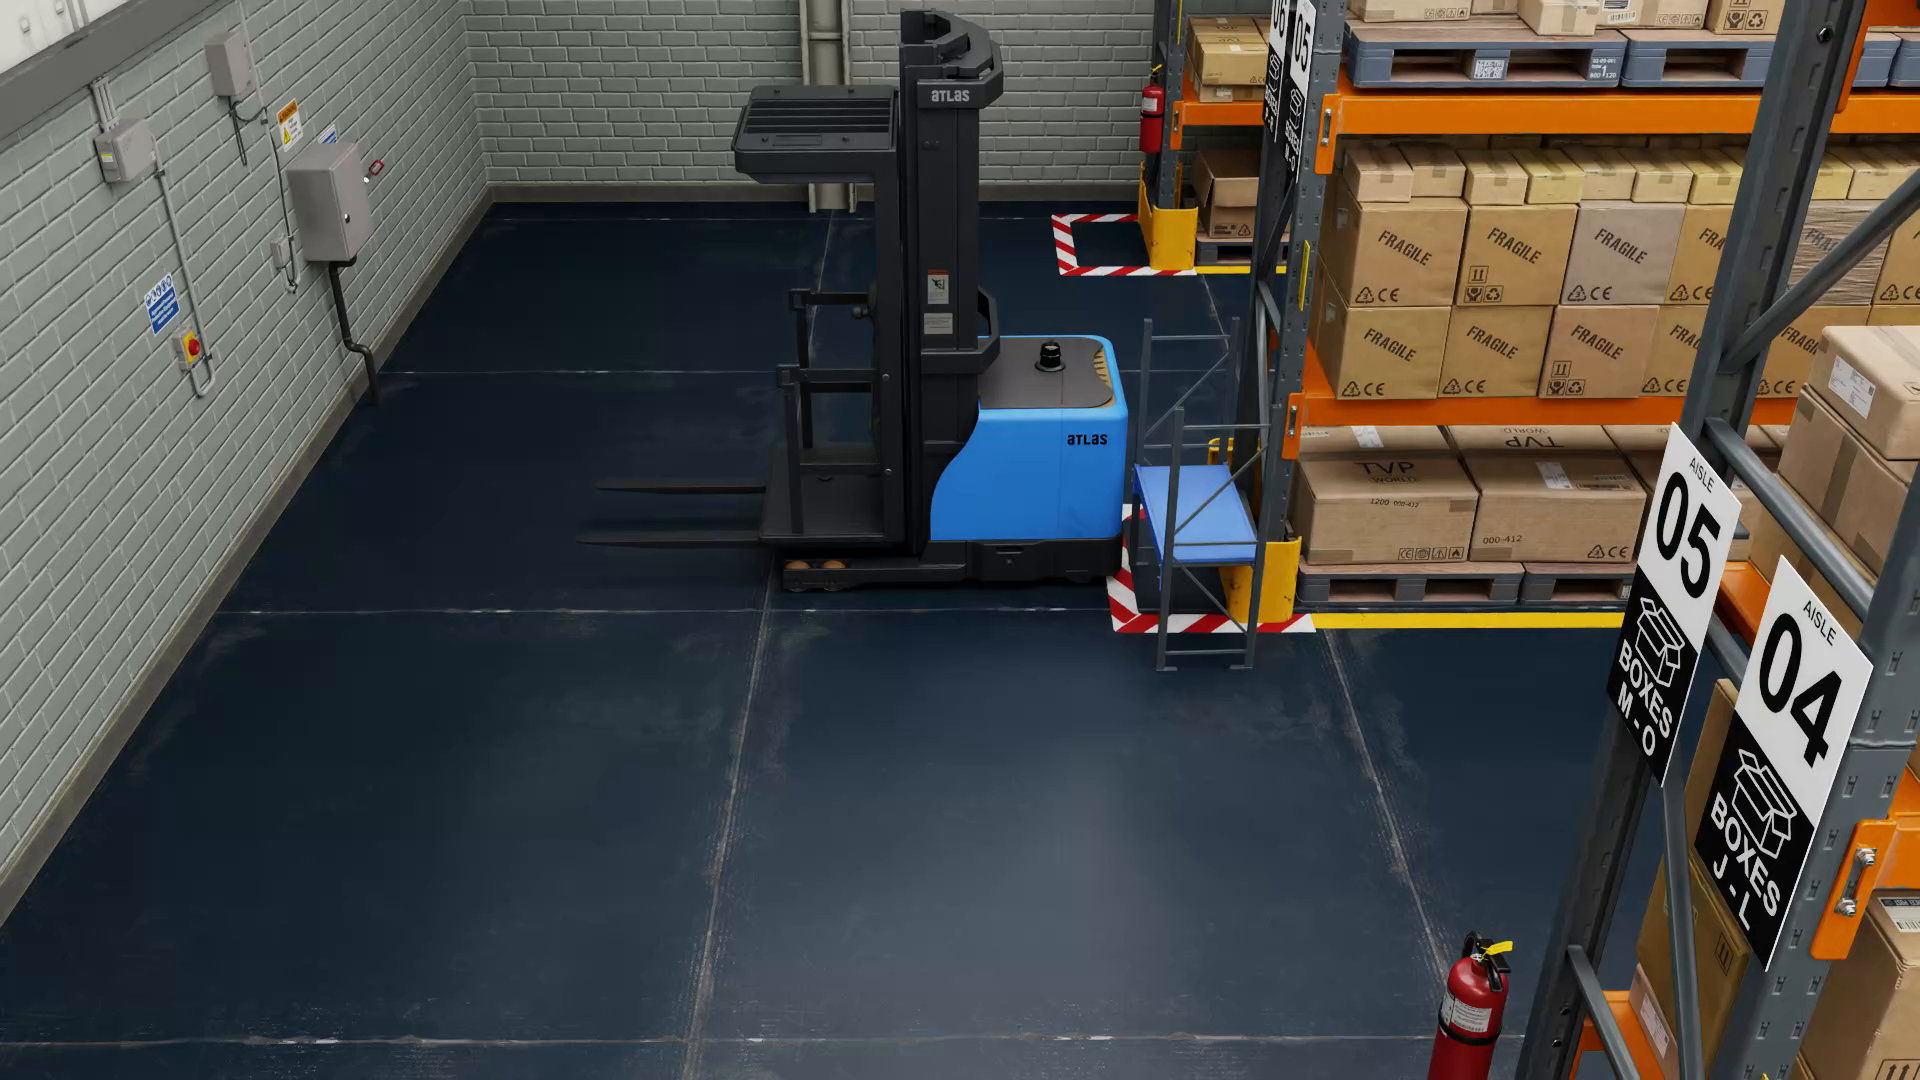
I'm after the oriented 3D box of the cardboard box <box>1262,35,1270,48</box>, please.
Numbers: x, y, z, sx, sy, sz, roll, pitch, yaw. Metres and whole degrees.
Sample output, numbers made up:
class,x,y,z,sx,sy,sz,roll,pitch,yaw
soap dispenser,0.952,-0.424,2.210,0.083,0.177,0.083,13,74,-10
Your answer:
class,x,y,z,sx,sy,sz,roll,pitch,yaw
cardboard box,2.563,-3.643,12.609,0.500,0.250,0.500,0,31,0

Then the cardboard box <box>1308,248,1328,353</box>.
class,x,y,z,sx,sy,sz,roll,pitch,yaw
cardboard box,2.118,-1.323,8.832,0.500,0.500,0.500,0,31,0

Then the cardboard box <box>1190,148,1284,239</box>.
class,x,y,z,sx,sy,sz,roll,pitch,yaw
cardboard box,2.216,-2.781,13.334,0.637,0.503,0.797,-1,31,-2

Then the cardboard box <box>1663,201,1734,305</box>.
class,x,y,z,sx,sy,sz,roll,pitch,yaw
cardboard box,3.649,-1.479,8.124,0.500,0.500,0.500,0,31,0

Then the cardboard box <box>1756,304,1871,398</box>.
class,x,y,z,sx,sy,sz,roll,pitch,yaw
cardboard box,4.158,-1.049,8.380,0.500,0.500,0.500,-1,31,-1

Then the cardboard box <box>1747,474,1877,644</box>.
class,x,y,z,sx,sy,sz,roll,pitch,yaw
cardboard box,2.221,0.069,3.887,0.500,0.250,0.500,-1,31,-1

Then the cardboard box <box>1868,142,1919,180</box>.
class,x,y,z,sx,sy,sz,roll,pitch,yaw
cardboard box,4.564,-1.785,8.004,0.250,0.149,0.380,0,31,-1

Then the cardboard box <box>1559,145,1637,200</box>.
class,x,y,z,sx,sy,sz,roll,pitch,yaw
cardboard box,3.041,-1.764,7.970,0.250,0.149,0.380,0,31,0

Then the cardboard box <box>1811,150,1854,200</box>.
class,x,y,z,sx,sy,sz,roll,pitch,yaw
cardboard box,4.052,-1.765,7.970,0.250,0.149,0.380,-1,31,-1

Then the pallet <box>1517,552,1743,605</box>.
class,x,y,z,sx,sy,sz,roll,pitch,yaw
pallet,3.653,0.005,9.427,1.213,0.211,1.003,0,31,0

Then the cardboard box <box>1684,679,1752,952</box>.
class,x,y,z,sx,sy,sz,roll,pitch,yaw
cardboard box,2.224,0.698,4.250,0.500,0.500,0.500,-1,31,-1

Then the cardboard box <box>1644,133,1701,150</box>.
class,x,y,z,sx,sy,sz,roll,pitch,yaw
cardboard box,3.533,-2.018,8.387,0.250,0.149,0.380,1,31,1

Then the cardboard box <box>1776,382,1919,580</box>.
class,x,y,z,sx,sy,sz,roll,pitch,yaw
cardboard box,2.227,-0.140,3.749,0.500,0.250,0.500,-1,31,-2

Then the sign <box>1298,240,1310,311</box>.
class,x,y,z,sx,sy,sz,roll,pitch,yaw
sign,1.634,-1.258,7.910,0.005,0.325,0.100,0,31,0

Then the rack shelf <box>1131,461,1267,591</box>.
class,x,y,z,sx,sy,sz,roll,pitch,yaw
rack shelf,1.228,-0.089,8.686,0.538,0.185,1.000,-1,31,-2

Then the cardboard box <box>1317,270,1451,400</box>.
class,x,y,z,sx,sy,sz,roll,pitch,yaw
cardboard box,2.119,-1.037,8.360,0.500,0.500,0.500,0,31,-1

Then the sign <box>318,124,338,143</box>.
class,x,y,z,sx,sy,sz,roll,pitch,yaw
sign,-4.078,-2.417,10.823,0.001,0.494,0.329,0,31,0

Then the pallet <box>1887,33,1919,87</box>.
class,x,y,z,sx,sy,sz,roll,pitch,yaw
pallet,4.819,-2.402,7.899,1.213,0.211,1.003,0,31,0

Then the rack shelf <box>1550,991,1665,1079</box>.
class,x,y,z,sx,sy,sz,roll,pitch,yaw
rack shelf,3.768,1.727,4.595,4.000,0.370,1.077,0,31,0

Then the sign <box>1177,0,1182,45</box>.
class,x,y,z,sx,sy,sz,roll,pitch,yaw
sign,1.607,-3.805,12.184,0.005,0.325,0.100,0,31,0

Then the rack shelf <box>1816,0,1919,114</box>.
class,x,y,z,sx,sy,sz,roll,pitch,yaw
rack shelf,3.768,-0.837,3.039,4.000,0.370,1.077,0,31,0

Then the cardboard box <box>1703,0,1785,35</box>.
class,x,y,z,sx,sy,sz,roll,pitch,yaw
cardboard box,3.654,-2.618,7.572,0.500,0.500,0.500,0,31,1

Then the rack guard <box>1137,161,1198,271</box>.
class,x,y,z,sx,sy,sz,roll,pitch,yaw
rack guard,1.679,-2.648,13.522,0.348,0.500,1.175,0,31,0

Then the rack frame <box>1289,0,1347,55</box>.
class,x,y,z,sx,sy,sz,roll,pitch,yaw
rack frame,1.637,-3.707,7.073,0.127,3.000,1.000,0,31,0

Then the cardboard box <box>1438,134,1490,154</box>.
class,x,y,z,sx,sy,sz,roll,pitch,yaw
cardboard box,2.506,-2.052,8.444,0.250,0.149,0.380,0,31,-1

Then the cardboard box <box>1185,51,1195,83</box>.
class,x,y,z,sx,sy,sz,roll,pitch,yaw
cardboard box,1.933,-3.749,13.169,0.250,0.149,0.380,-1,31,-1

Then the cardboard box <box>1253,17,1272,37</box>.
class,x,y,z,sx,sy,sz,roll,pitch,yaw
cardboard box,2.577,-3.920,13.065,0.500,0.250,0.500,0,31,0

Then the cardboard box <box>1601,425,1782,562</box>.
class,x,y,z,sx,sy,sz,roll,pitch,yaw
cardboard box,4.113,-0.289,9.289,0.875,0.438,0.875,-1,31,-2

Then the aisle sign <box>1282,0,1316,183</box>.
class,x,y,z,sx,sy,sz,roll,pitch,yaw
aisle sign,1.567,-2.103,7.707,0.004,0.787,0.394,0,31,0

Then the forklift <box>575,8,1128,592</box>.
class,x,y,z,sx,sy,sz,roll,pitch,yaw
forklift,-0.624,-1.246,8.867,3.031,2.935,1.130,-1,31,-1

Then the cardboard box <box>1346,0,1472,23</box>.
class,x,y,z,sx,sy,sz,roll,pitch,yaw
cardboard box,2.086,-2.630,7.834,0.500,0.250,0.500,-3,31,-5

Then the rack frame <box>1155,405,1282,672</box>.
class,x,y,z,sx,sy,sz,roll,pitch,yaw
rack frame,1.253,0.021,8.159,0.500,1.500,0.032,-1,31,-2

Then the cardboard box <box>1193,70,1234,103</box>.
class,x,y,z,sx,sy,sz,roll,pitch,yaw
cardboard box,1.934,-3.468,12.705,0.250,0.149,0.380,0,31,-1

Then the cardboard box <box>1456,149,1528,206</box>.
class,x,y,z,sx,sy,sz,roll,pitch,yaw
cardboard box,2.516,-1.726,7.906,0.250,0.149,0.380,1,31,1

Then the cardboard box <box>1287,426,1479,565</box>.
class,x,y,z,sx,sy,sz,roll,pitch,yaw
cardboard box,2.296,-0.280,9.274,0.875,0.438,0.875,-1,31,-2

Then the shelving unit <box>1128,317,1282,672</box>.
class,x,y,z,sx,sy,sz,roll,pitch,yaw
shelving unit,1.228,-0.243,8.593,0.538,1.500,1.048,-1,31,-2

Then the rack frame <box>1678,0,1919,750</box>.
class,x,y,z,sx,sy,sz,roll,pitch,yaw
rack frame,1.768,-1.139,2.842,0.127,3.000,1.000,0,31,0

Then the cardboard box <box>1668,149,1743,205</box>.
class,x,y,z,sx,sy,sz,roll,pitch,yaw
cardboard box,3.545,-1.730,7.913,0.250,0.149,0.380,-1,31,-1

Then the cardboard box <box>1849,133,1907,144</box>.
class,x,y,z,sx,sy,sz,roll,pitch,yaw
cardboard box,4.559,-2.035,8.415,0.250,0.149,0.380,0,31,-1

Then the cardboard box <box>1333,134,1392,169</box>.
class,x,y,z,sx,sy,sz,roll,pitch,yaw
cardboard box,1.995,-1.994,8.349,0.250,0.149,0.380,0,31,0

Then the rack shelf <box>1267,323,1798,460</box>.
class,x,y,z,sx,sy,sz,roll,pitch,yaw
rack shelf,3.637,-0.840,8.826,4.000,0.370,1.077,0,31,0

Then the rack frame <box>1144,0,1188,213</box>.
class,x,y,z,sx,sy,sz,roll,pitch,yaw
rack frame,1.603,-3.716,12.873,0.127,3.000,1.000,0,31,0

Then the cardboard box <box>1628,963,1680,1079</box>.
class,x,y,z,sx,sy,sz,roll,pitch,yaw
cardboard box,2.092,1.385,4.706,0.250,0.149,0.380,0,31,0

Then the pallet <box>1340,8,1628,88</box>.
class,x,y,z,sx,sy,sz,roll,pitch,yaw
pallet,2.379,-2.394,7.887,1.213,0.211,1.003,0,31,0

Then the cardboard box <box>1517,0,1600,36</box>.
class,x,y,z,sx,sy,sz,roll,pitch,yaw
cardboard box,2.726,-2.423,7.590,0.250,0.149,0.380,1,31,2

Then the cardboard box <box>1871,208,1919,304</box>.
class,x,y,z,sx,sy,sz,roll,pitch,yaw
cardboard box,4.659,-1.482,8.130,0.500,0.500,0.500,-1,31,-1

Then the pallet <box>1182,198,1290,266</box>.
class,x,y,z,sx,sy,sz,roll,pitch,yaw
pallet,2.477,-2.527,13.601,1.213,0.211,1.003,0,31,0

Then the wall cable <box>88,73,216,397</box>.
class,x,y,z,sx,sy,sz,roll,pitch,yaw
wall cable,-4.001,-1.560,8.308,0.123,1.953,0.585,0,31,0

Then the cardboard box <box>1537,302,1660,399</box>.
class,x,y,z,sx,sy,sz,roll,pitch,yaw
cardboard box,3.133,-1.045,8.374,0.500,0.500,0.500,0,31,-1

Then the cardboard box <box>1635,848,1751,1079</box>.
class,x,y,z,sx,sy,sz,roll,pitch,yaw
cardboard box,2.216,1.121,4.517,0.500,0.500,0.500,0,31,1

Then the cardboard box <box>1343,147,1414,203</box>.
class,x,y,z,sx,sy,sz,roll,pitch,yaw
cardboard box,1.994,-1.747,7.941,0.250,0.149,0.380,0,31,1

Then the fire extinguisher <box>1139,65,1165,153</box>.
class,x,y,z,sx,sy,sz,roll,pitch,yaw
fire extinguisher,1.459,-3.284,12.594,0.183,0.674,0.296,0,31,0

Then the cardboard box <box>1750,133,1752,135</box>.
class,x,y,z,sx,sy,sz,roll,pitch,yaw
cardboard box,4.043,-2.005,8.367,0.250,0.149,0.380,0,31,0

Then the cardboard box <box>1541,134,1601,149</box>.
class,x,y,z,sx,sy,sz,roll,pitch,yaw
cardboard box,3.020,-1.996,8.351,0.250,0.149,0.380,0,31,-1

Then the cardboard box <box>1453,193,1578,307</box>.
class,x,y,z,sx,sy,sz,roll,pitch,yaw
cardboard box,2.635,-1.471,8.111,0.500,0.500,0.500,-1,31,-2

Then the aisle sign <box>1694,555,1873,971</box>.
class,x,y,z,sx,sy,sz,roll,pitch,yaw
aisle sign,1.697,0.470,3.467,0.004,0.787,0.394,0,31,0
